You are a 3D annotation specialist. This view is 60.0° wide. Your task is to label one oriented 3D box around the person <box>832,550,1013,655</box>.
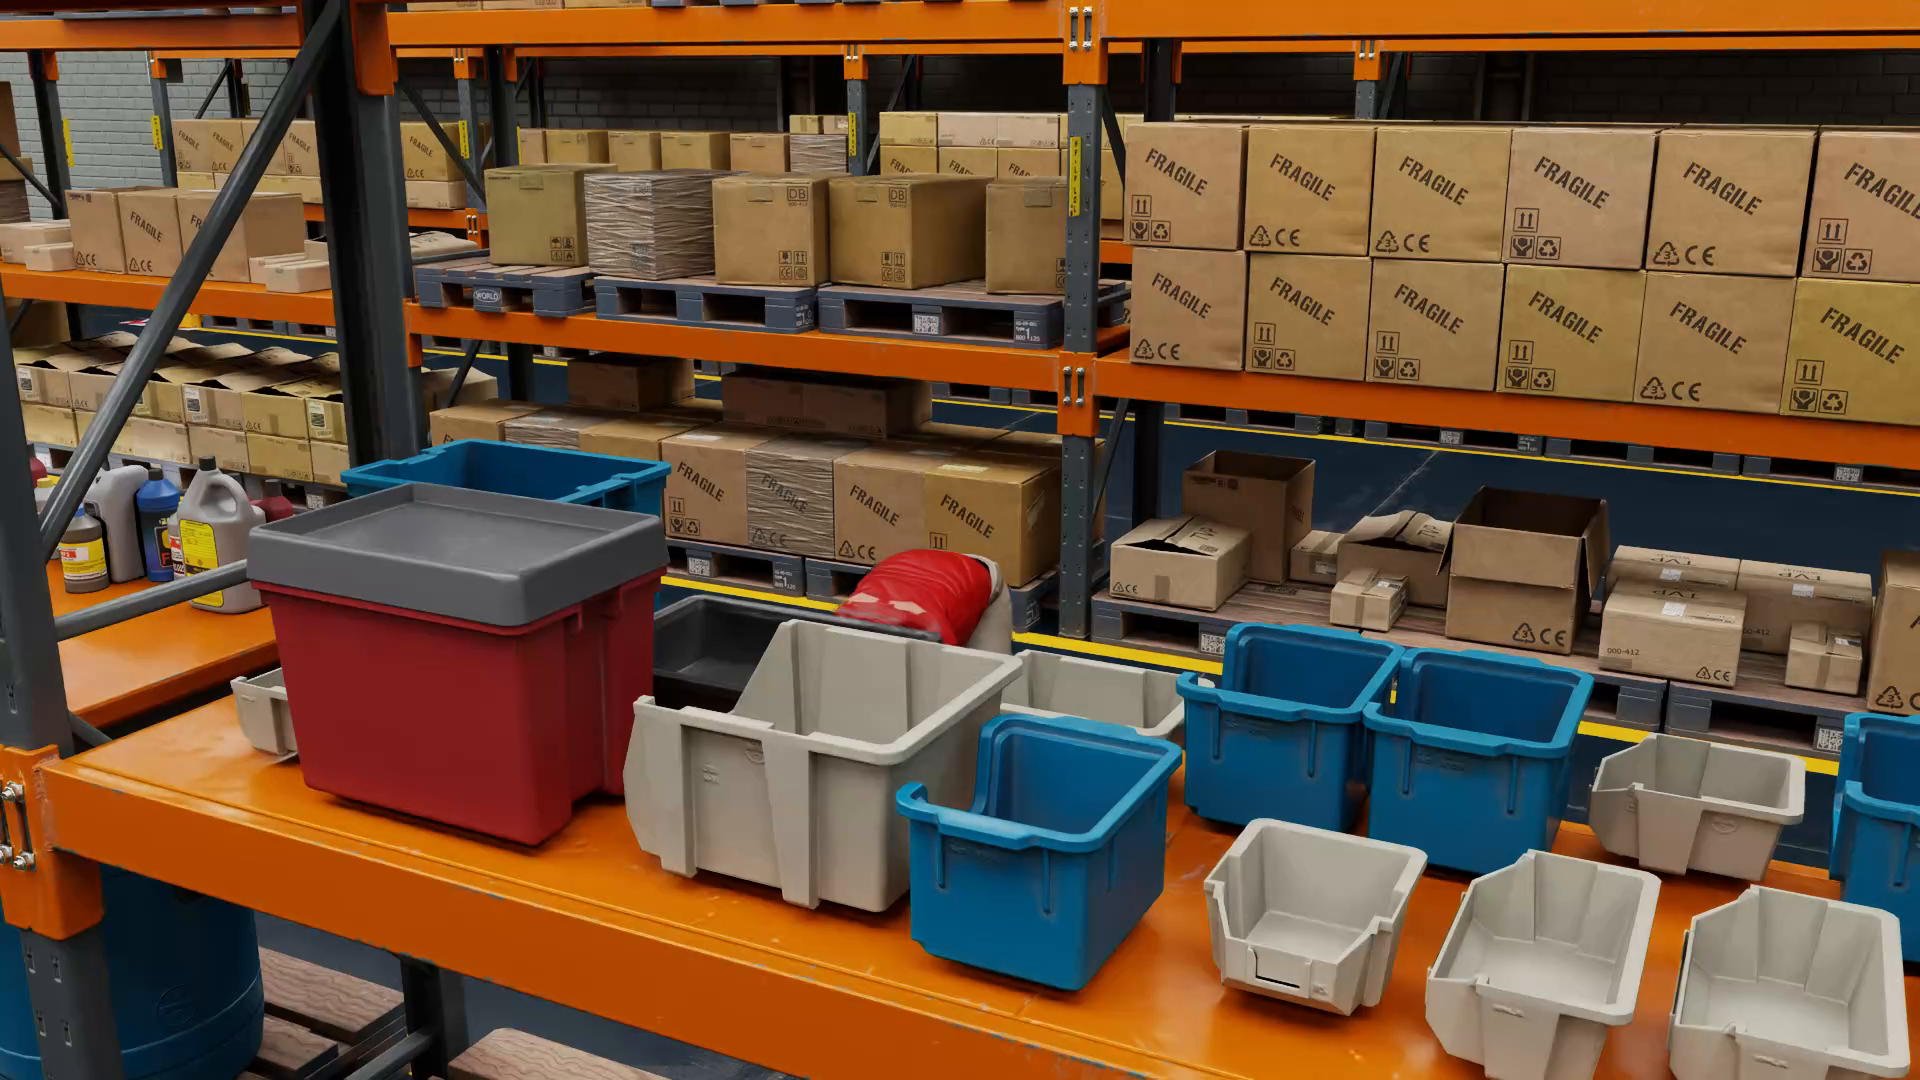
[{"bbox_3d":[-0.156,0.593,5.207,0.508,1.049,0.963,7,17,23],"label":"person"}]
